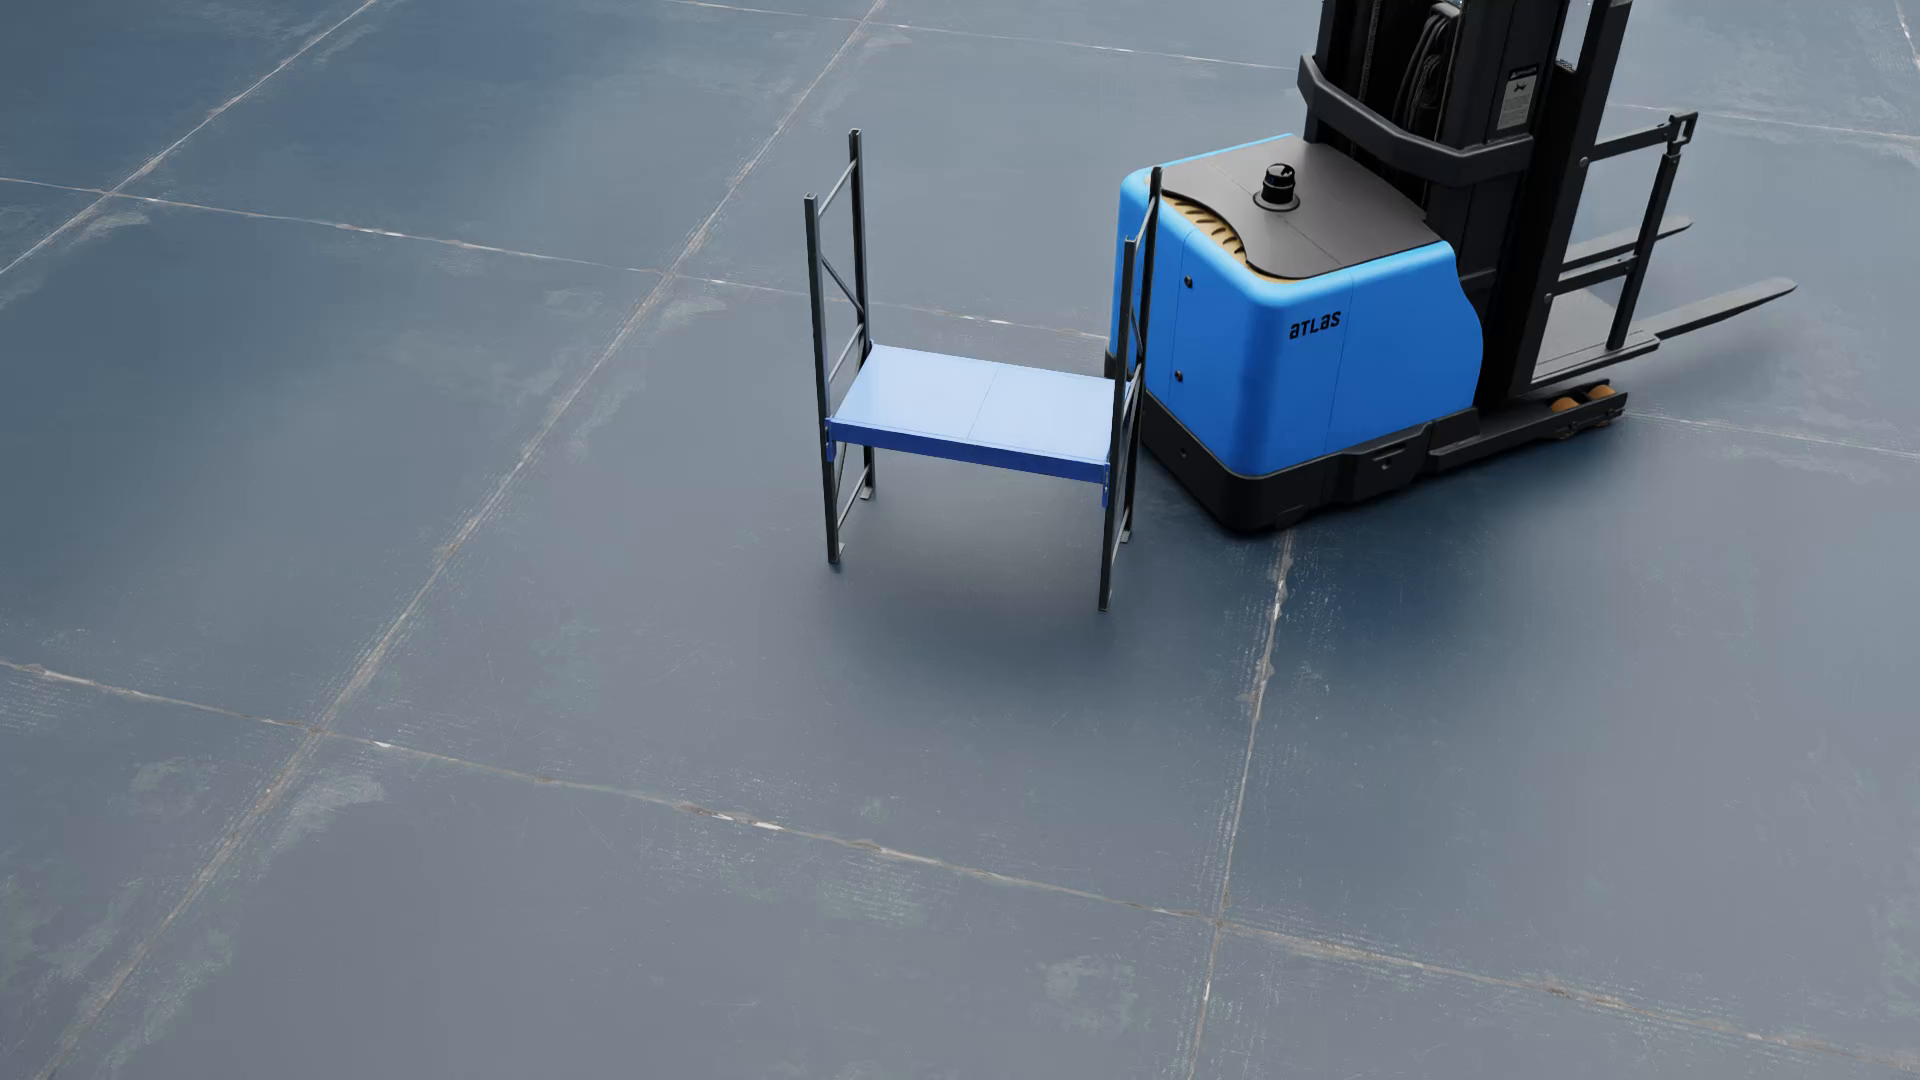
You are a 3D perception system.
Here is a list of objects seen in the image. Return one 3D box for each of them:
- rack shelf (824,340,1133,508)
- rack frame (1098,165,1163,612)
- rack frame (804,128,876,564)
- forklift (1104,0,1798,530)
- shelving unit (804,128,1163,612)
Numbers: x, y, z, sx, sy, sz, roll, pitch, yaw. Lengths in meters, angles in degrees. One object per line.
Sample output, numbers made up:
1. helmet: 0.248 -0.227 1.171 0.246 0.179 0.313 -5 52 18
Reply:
1. rack shelf: 0.082 -0.422 5.866 1.000 0.185 0.538 10 41 11
2. rack frame: 0.573 -0.476 5.650 0.032 1.500 0.500 10 41 11
3. rack frame: -0.409 -0.645 5.851 0.032 1.500 0.500 10 41 11
4. forklift: 2.139 -1.818 6.136 3.031 2.935 1.130 -18 43 -20
5. shelving unit: 0.082 -0.560 5.751 1.048 1.500 0.538 10 41 11
